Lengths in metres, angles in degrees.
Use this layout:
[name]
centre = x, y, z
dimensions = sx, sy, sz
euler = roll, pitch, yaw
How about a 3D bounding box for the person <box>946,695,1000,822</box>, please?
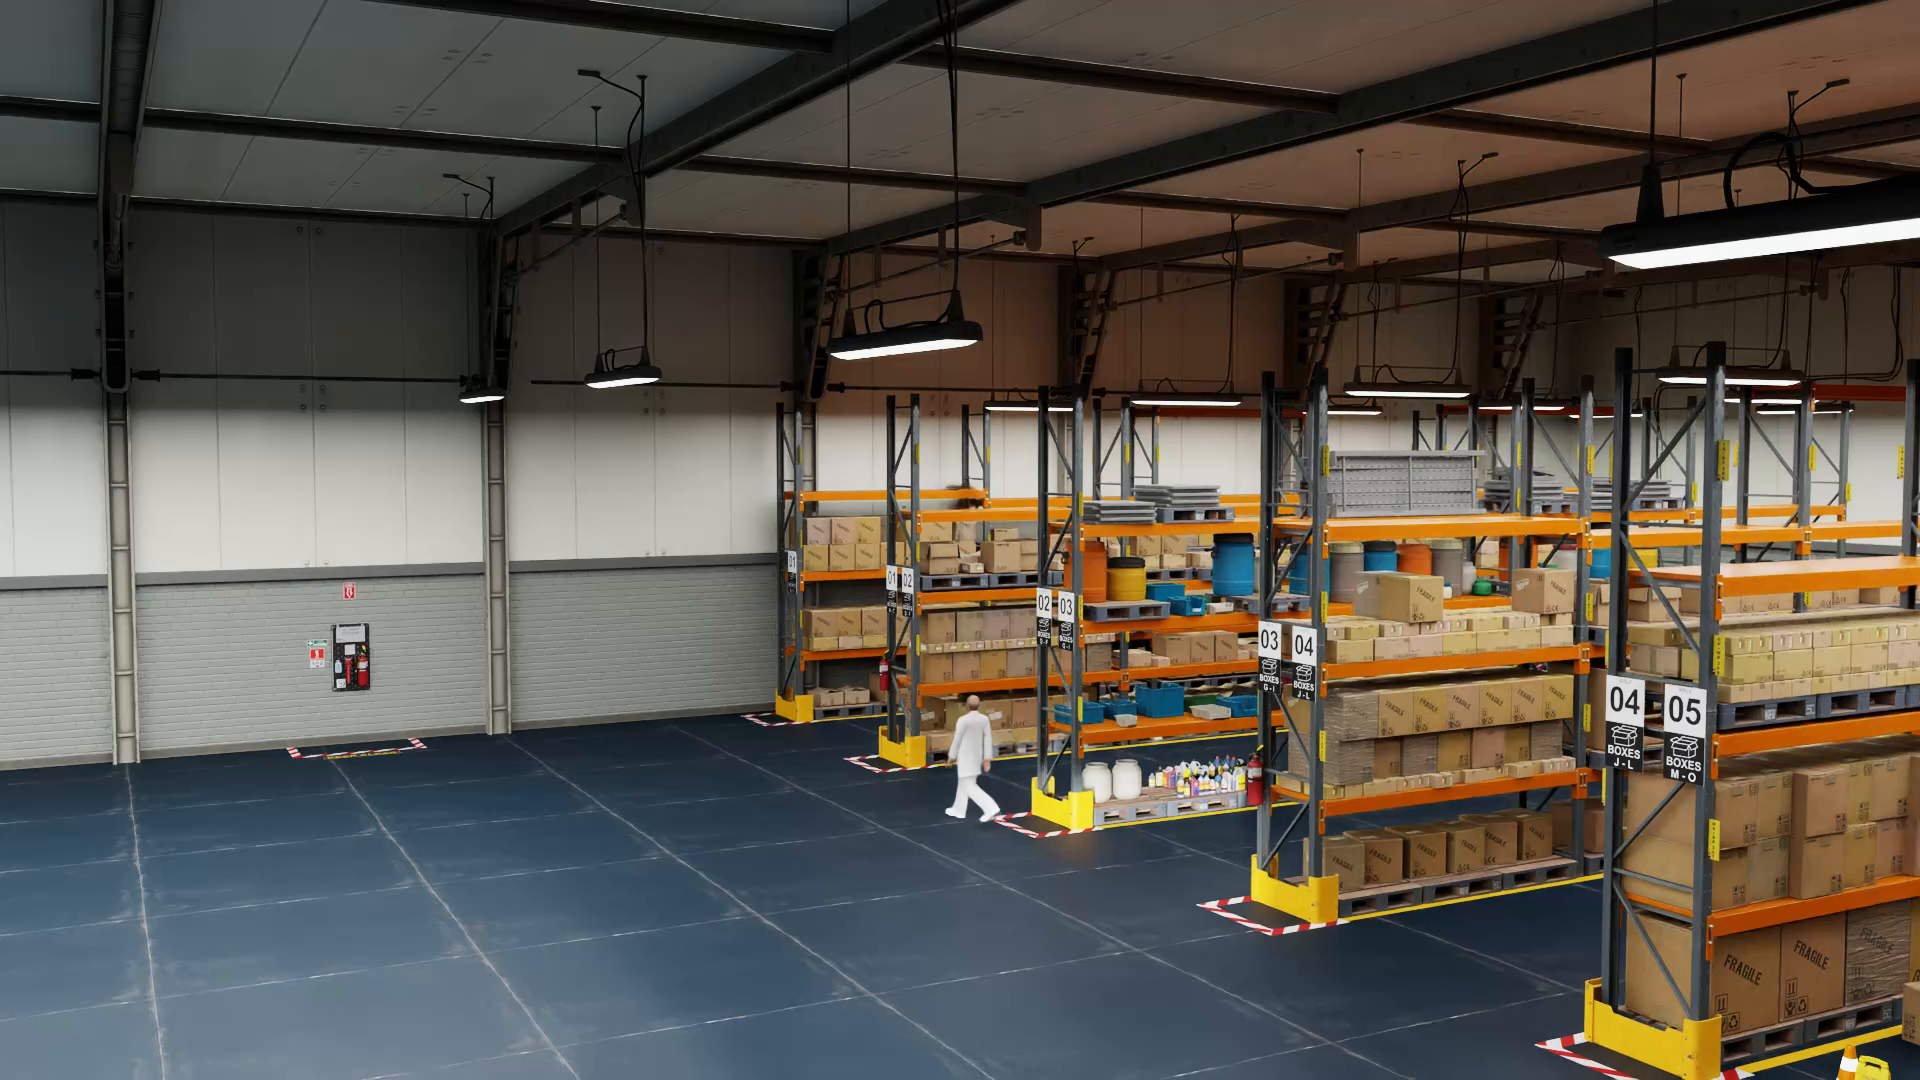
[person]
centre = 0.154, 2.997, 22.801
dimensions = 1.072, 1.749, 0.530
euler = 2, 4, 34
